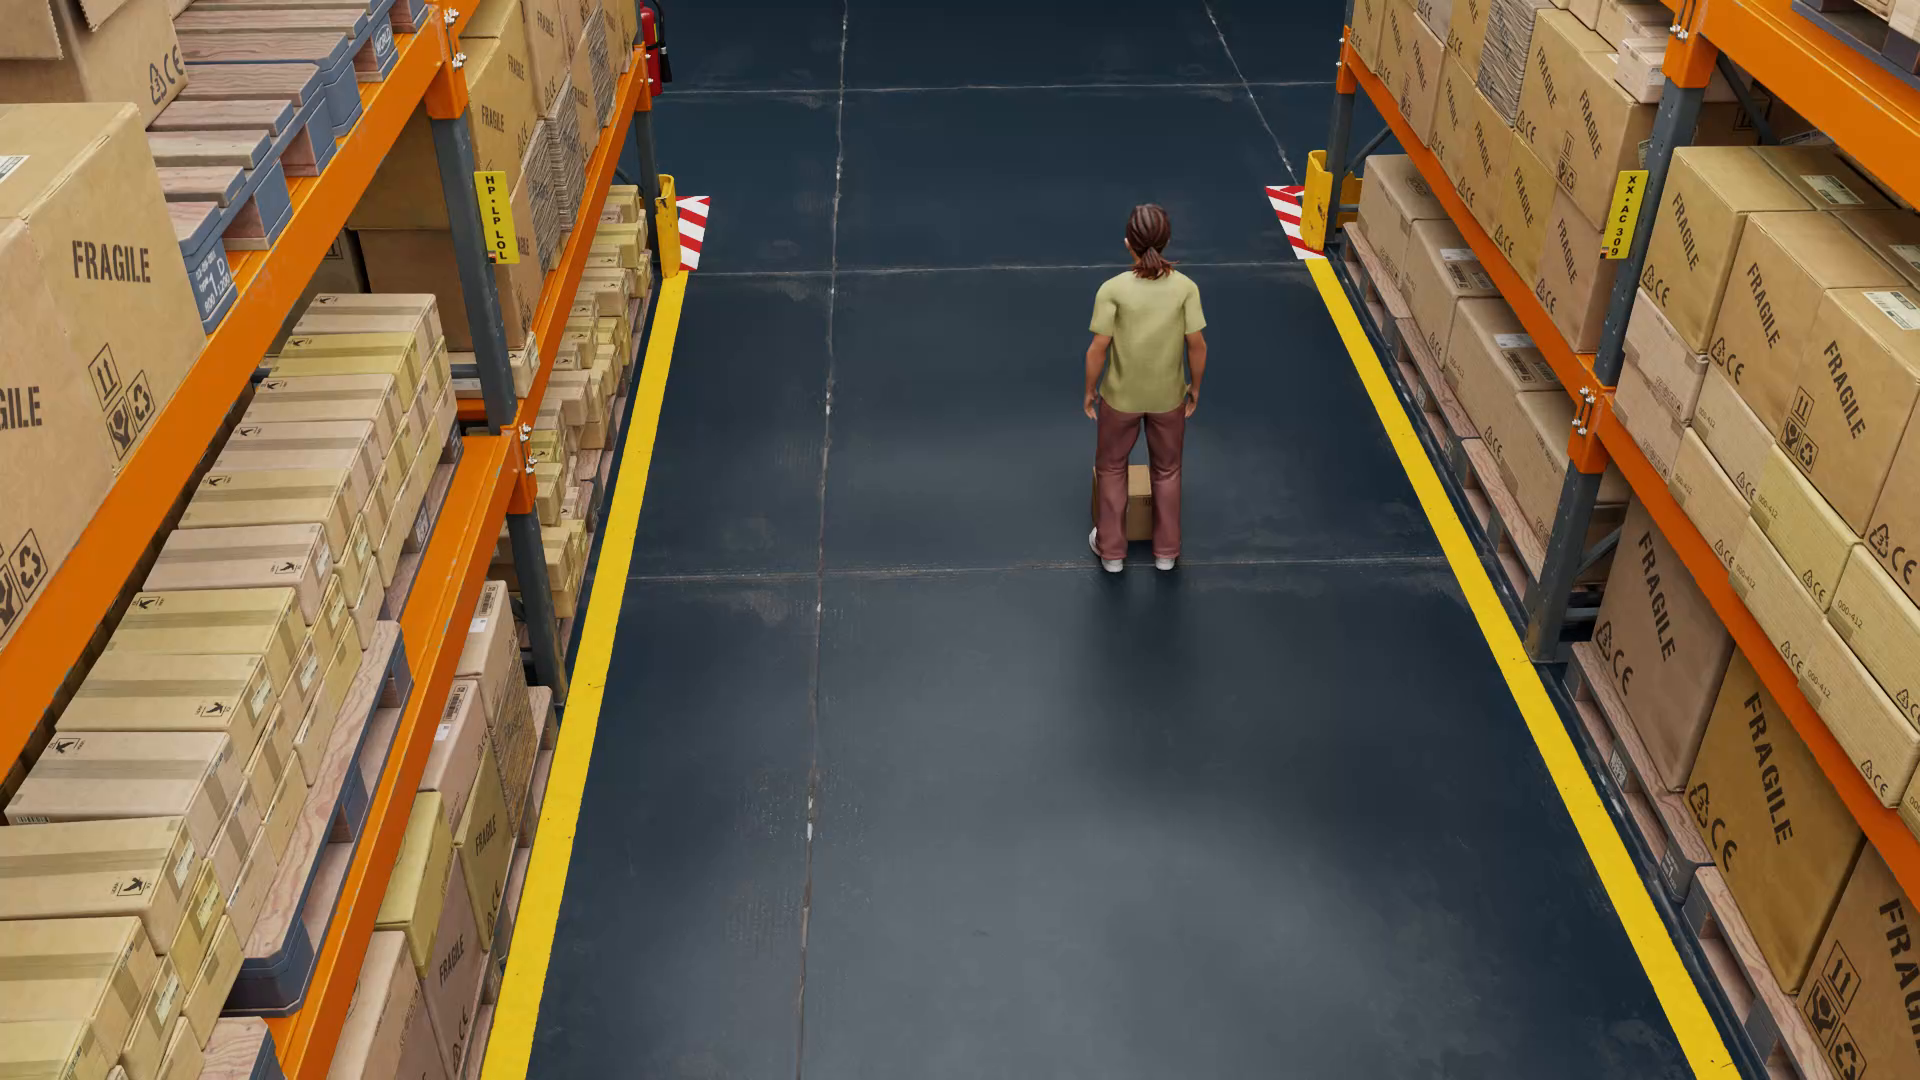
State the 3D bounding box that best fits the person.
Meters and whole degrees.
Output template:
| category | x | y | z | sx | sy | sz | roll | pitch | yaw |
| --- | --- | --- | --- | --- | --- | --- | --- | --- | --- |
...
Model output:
| category | x | y | z | sx | sy | sz | roll | pitch | yaw |
| --- | --- | --- | --- | --- | --- | --- | --- | --- | --- |
| person | 0.764 | -0.607 | 7.001 | 0.499 | 1.673 | 0.354 | -2 | 35 | -2 |
